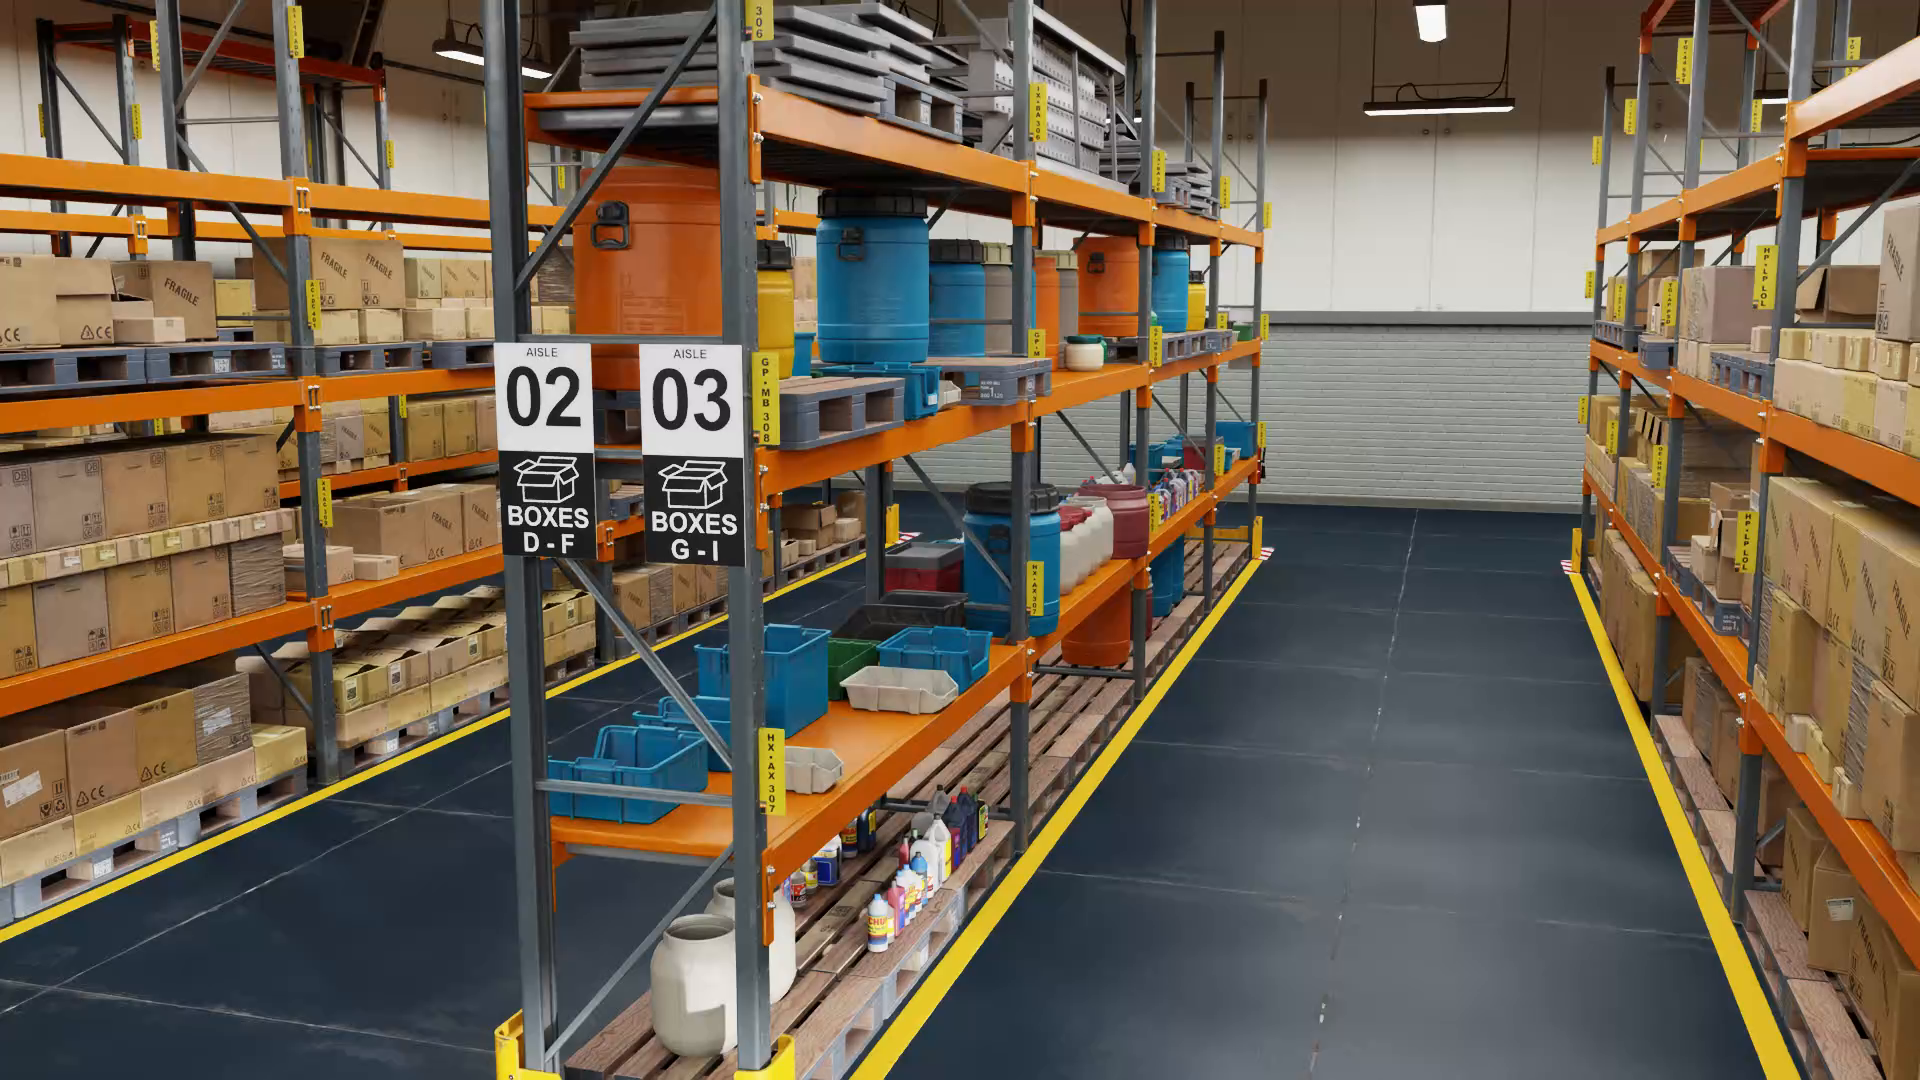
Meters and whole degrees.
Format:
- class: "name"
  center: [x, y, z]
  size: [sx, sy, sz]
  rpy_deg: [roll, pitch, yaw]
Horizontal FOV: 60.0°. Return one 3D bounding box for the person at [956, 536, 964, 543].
- class: "person"
  center: [0.135, 0.320, 17.070]
  size: [0.808, 1.116, 0.512]
  rpy_deg: [2, 9, 16]
